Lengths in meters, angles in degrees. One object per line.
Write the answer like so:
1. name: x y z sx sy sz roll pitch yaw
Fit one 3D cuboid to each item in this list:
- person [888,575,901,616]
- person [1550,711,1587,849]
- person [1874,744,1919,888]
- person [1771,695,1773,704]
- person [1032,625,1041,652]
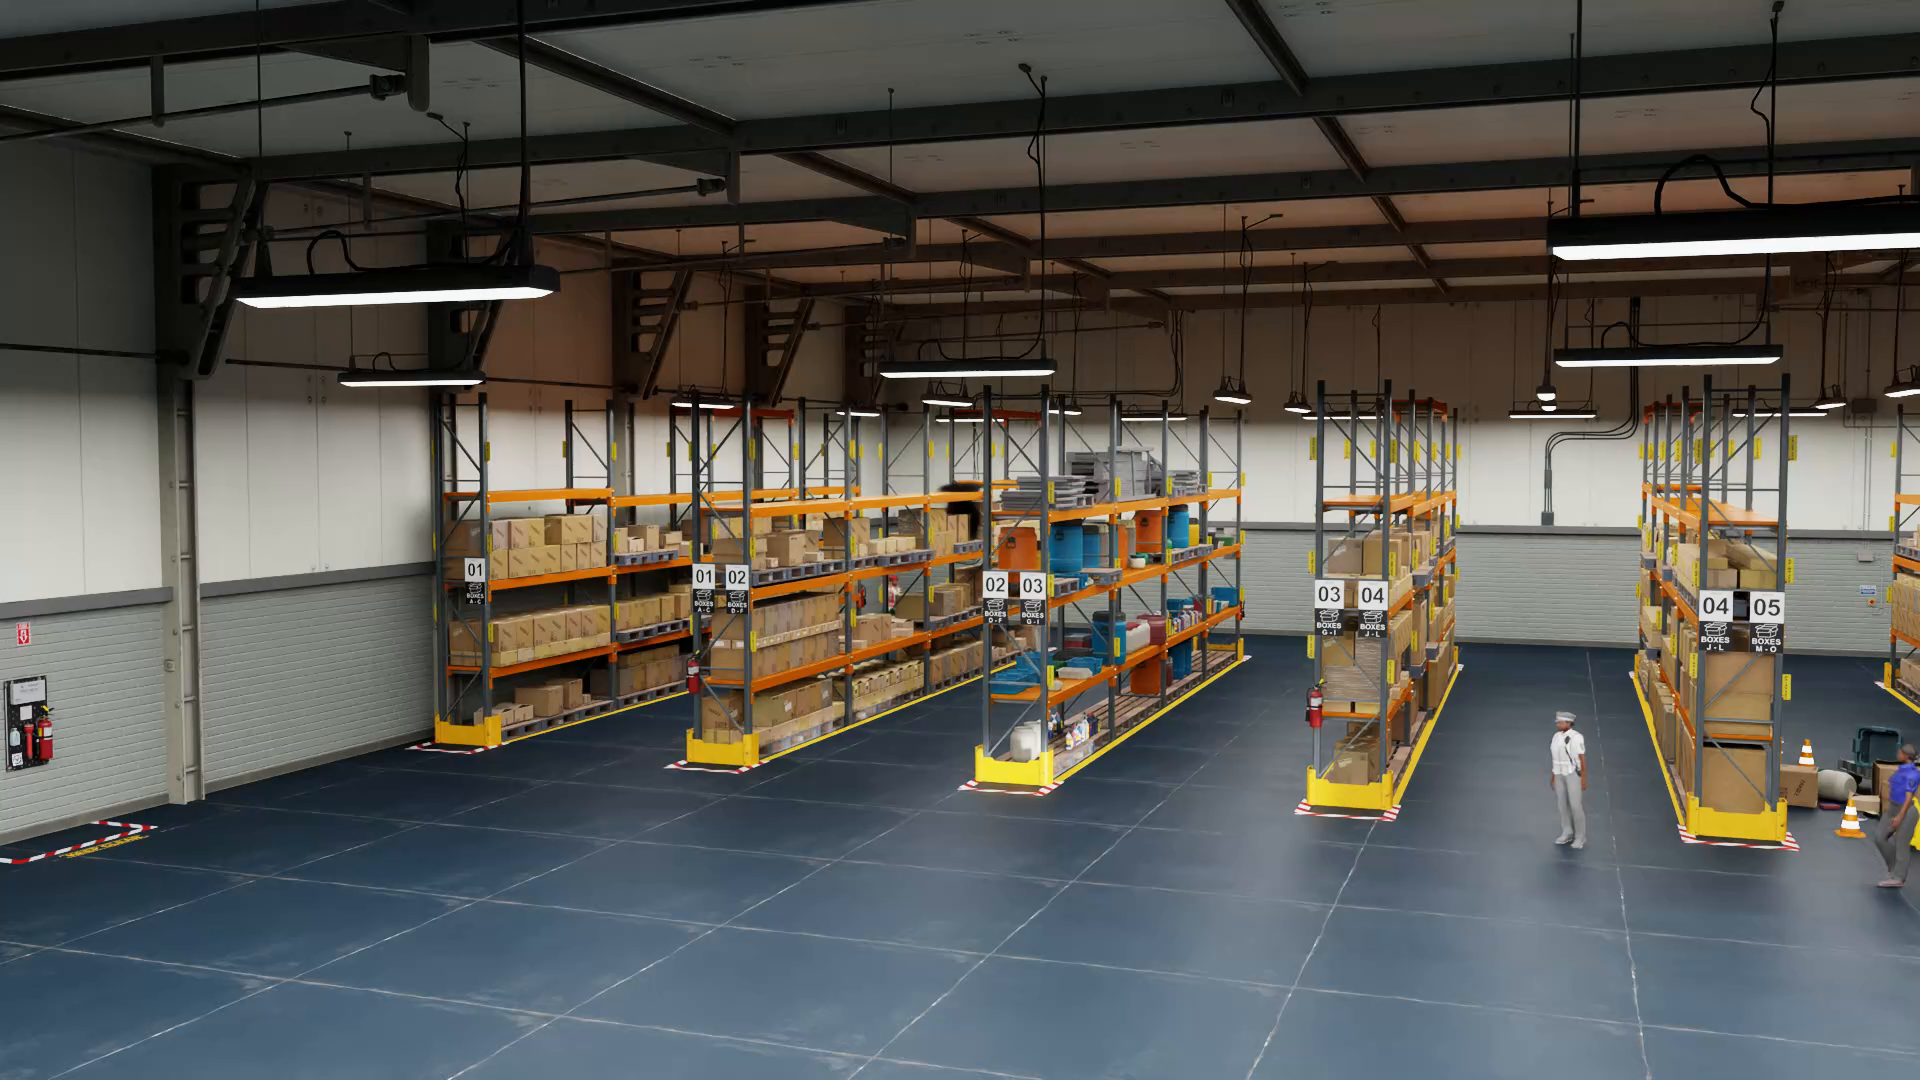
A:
1. person: -1.727 1.800 44.042 1.047 1.752 0.677 3 4 43
2. person: 7.759 3.046 21.212 0.360 1.722 0.555 -2 4 -31
3. person: 10.778 3.176 19.108 0.439 1.692 0.482 0 3 -3
4. person: 15.934 2.370 32.899 0.631 1.789 0.492 -2 4 -38
5. person: 1.713 2.142 34.851 0.386 1.686 0.531 1 3 13
